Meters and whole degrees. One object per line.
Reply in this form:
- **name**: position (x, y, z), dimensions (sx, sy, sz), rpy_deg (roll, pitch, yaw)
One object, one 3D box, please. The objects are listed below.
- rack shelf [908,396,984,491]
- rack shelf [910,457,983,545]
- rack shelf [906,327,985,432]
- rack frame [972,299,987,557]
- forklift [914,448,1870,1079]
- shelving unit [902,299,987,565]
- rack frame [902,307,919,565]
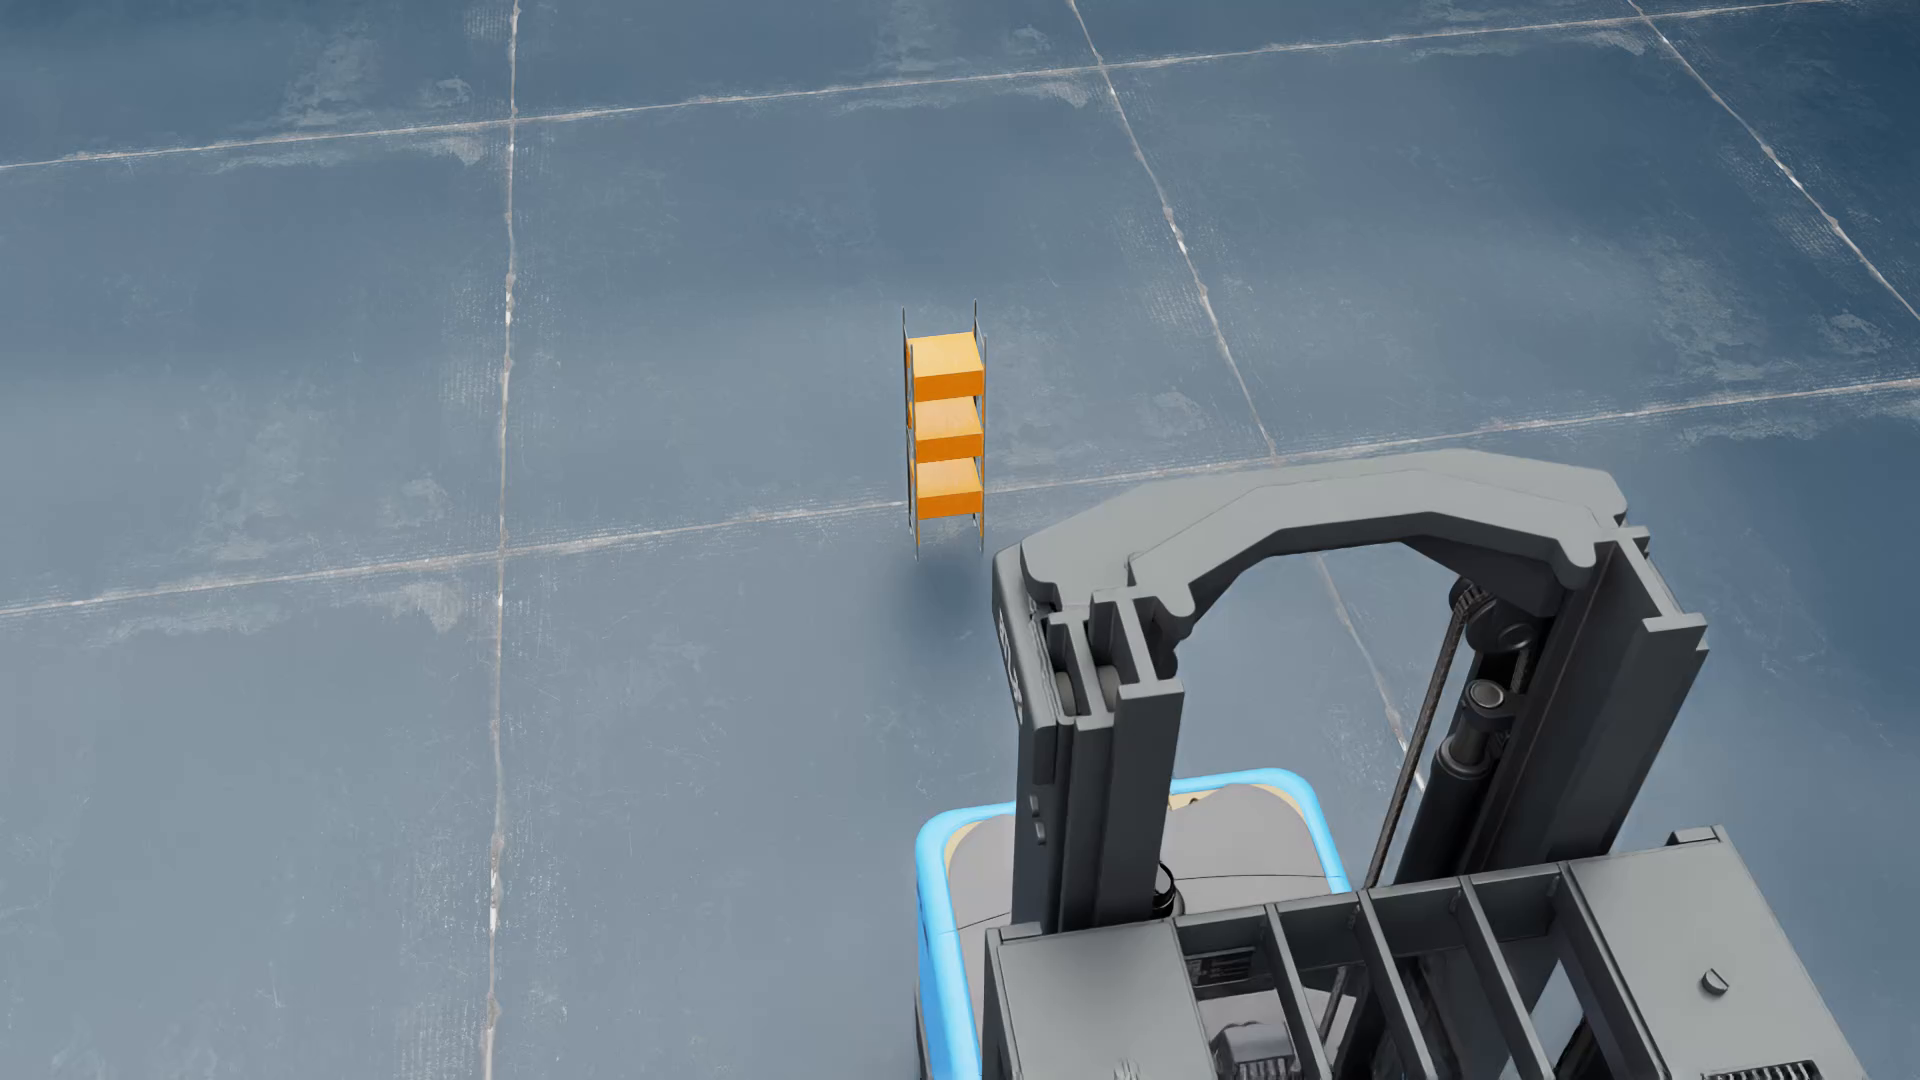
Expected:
- **rack shelf**: position (-0.053, -0.350, 5.873), dimensions (0.240, 0.259, 0.215), rpy_deg (-7, 46, -7)
- **rack shelf**: position (-0.053, -0.158, 6.073), dimensions (0.240, 0.259, 0.215), rpy_deg (-7, 46, -7)
- **rack shelf**: position (-0.053, -0.547, 5.669), dimensions (0.240, 0.259, 0.215), rpy_deg (-7, 46, -7)
- **rack frame**: position (0.067, -0.373, 5.880), dimensions (0.008, 1.050, 0.200), rpy_deg (-7, 46, -7)
- **forklift**: position (0.617, 1.401, 2.865), dimensions (1.130, 2.935, 3.031), rpy_deg (-7, 46, -6)
- **shelving unit**: position (-0.053, -0.358, 5.866), dimensions (0.252, 1.050, 0.215), rpy_deg (-7, 46, -7)
- **rack frame**: position (-0.173, -0.343, 5.851), dimensions (0.008, 1.050, 0.200), rpy_deg (-7, 46, -7)
